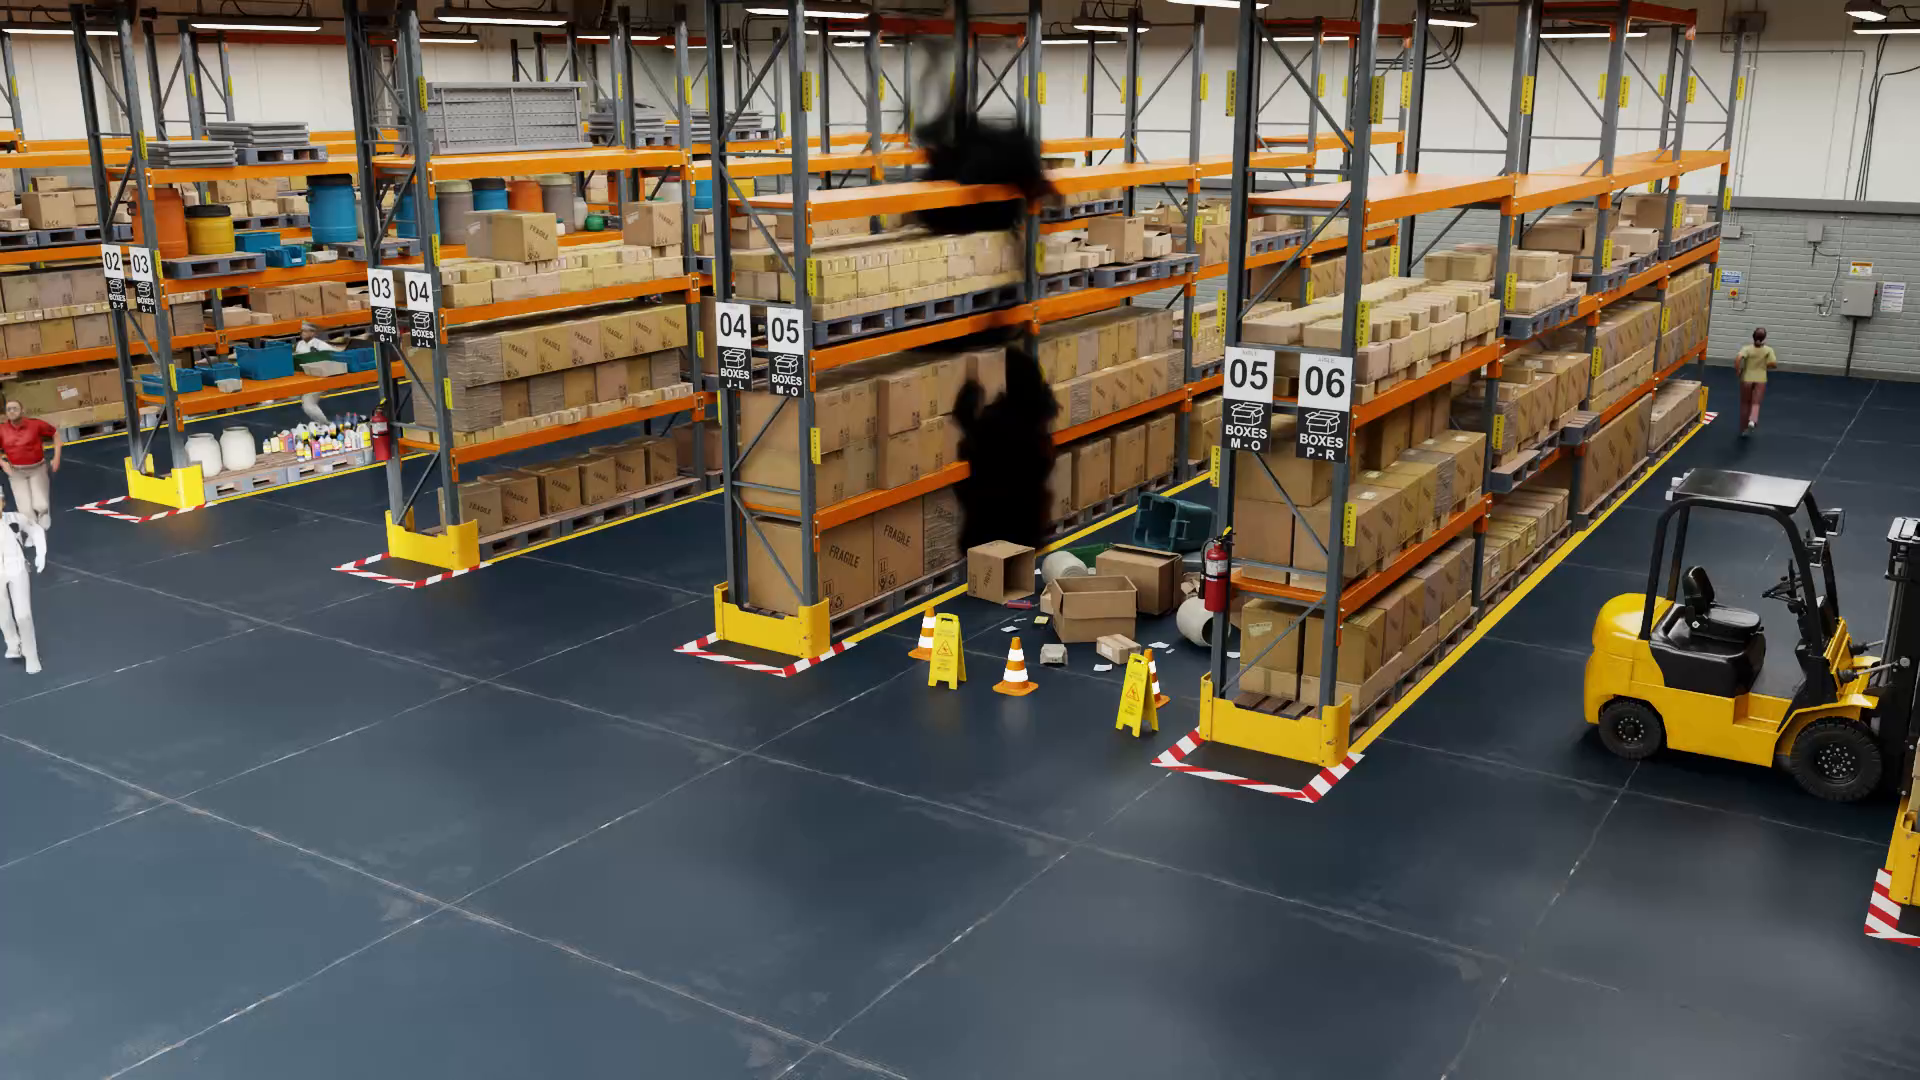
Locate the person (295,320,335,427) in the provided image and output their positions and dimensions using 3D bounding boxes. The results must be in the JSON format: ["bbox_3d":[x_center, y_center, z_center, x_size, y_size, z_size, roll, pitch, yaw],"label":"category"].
[{"bbox_3d":[-9.476,-2.299,24.231,0.645,1.789,0.651,8,18,28],"label":"person"}]

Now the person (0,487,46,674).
[{"bbox_3d":[-8.496,0.359,14.859,0.632,1.759,0.721,-7,17,-25],"label":"person"}]

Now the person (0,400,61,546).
[{"bbox_3d":[-10.543,-0.756,18.822,0.700,1.686,0.636,-5,16,-19],"label":"person"}]

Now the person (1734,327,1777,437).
[{"bbox_3d":[11.569,-2.274,24.262,0.578,1.664,0.934,7,17,23],"label":"person"}]
